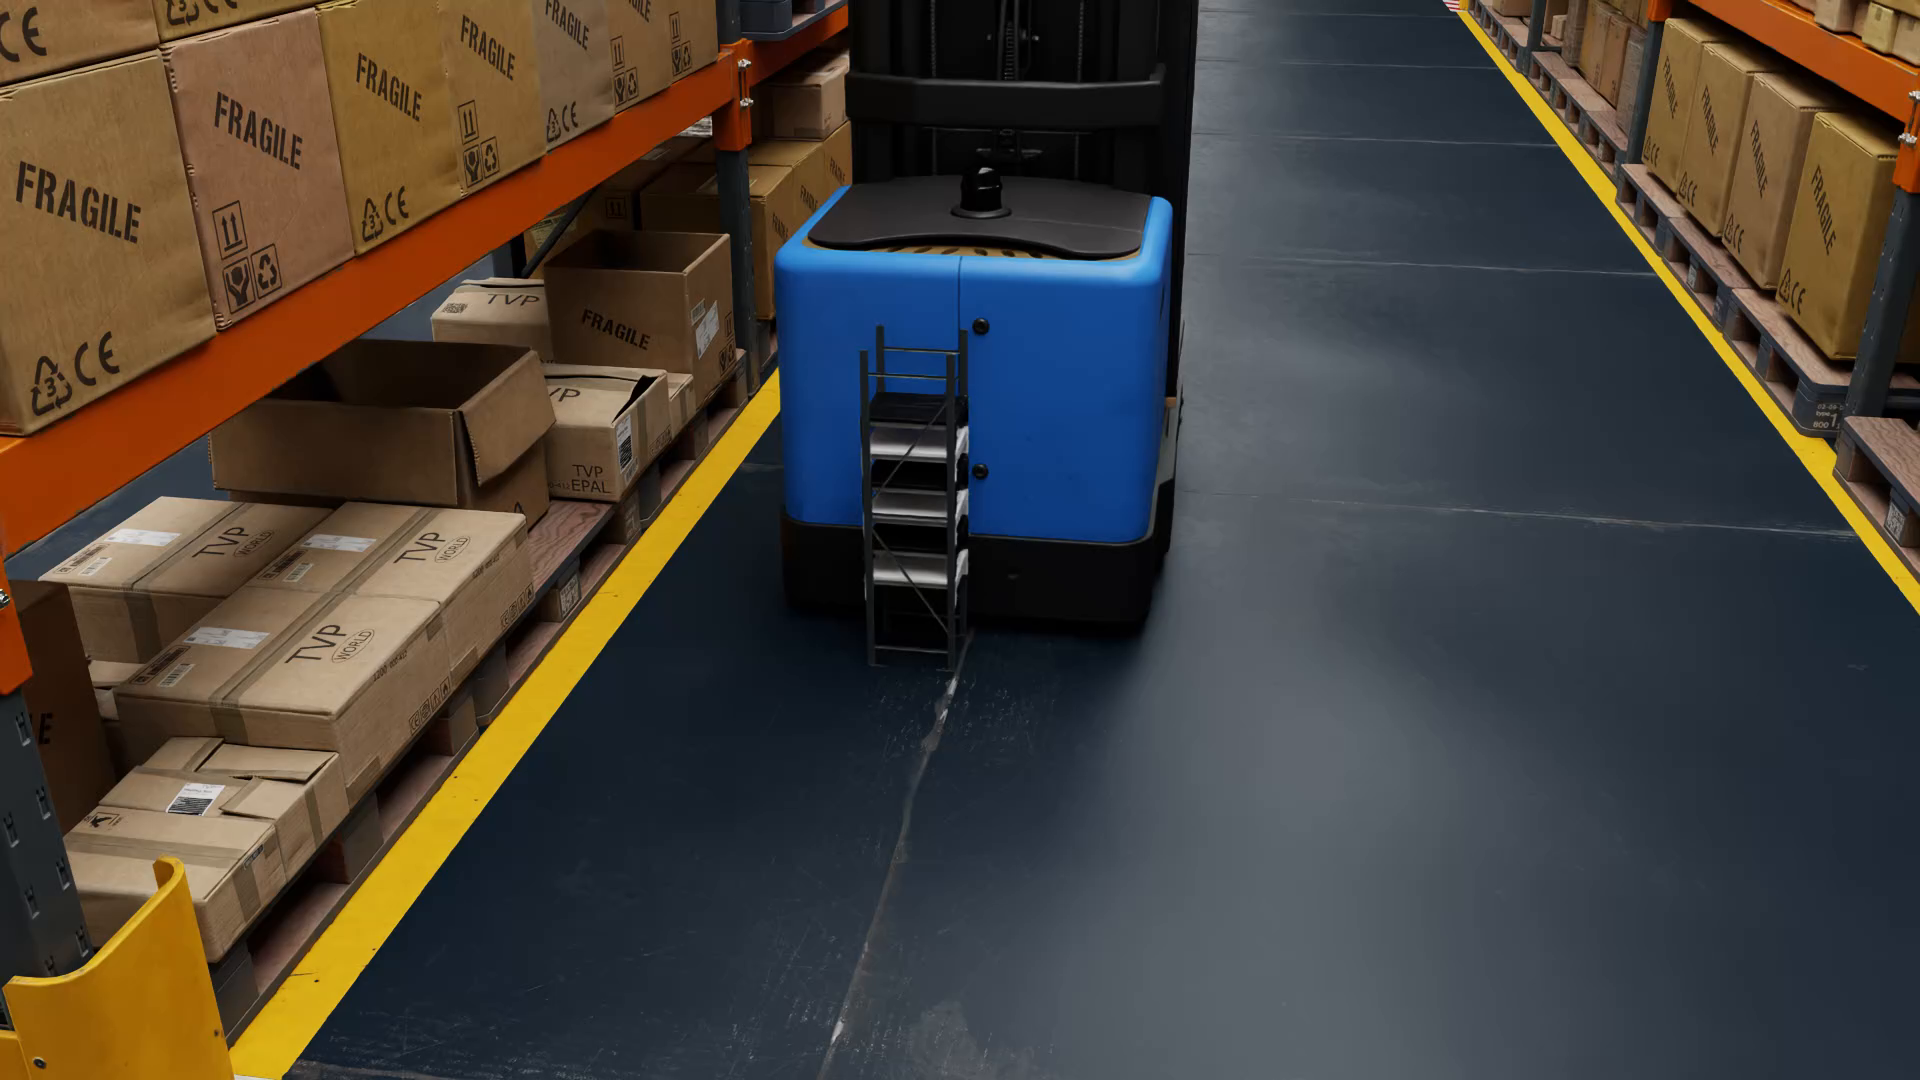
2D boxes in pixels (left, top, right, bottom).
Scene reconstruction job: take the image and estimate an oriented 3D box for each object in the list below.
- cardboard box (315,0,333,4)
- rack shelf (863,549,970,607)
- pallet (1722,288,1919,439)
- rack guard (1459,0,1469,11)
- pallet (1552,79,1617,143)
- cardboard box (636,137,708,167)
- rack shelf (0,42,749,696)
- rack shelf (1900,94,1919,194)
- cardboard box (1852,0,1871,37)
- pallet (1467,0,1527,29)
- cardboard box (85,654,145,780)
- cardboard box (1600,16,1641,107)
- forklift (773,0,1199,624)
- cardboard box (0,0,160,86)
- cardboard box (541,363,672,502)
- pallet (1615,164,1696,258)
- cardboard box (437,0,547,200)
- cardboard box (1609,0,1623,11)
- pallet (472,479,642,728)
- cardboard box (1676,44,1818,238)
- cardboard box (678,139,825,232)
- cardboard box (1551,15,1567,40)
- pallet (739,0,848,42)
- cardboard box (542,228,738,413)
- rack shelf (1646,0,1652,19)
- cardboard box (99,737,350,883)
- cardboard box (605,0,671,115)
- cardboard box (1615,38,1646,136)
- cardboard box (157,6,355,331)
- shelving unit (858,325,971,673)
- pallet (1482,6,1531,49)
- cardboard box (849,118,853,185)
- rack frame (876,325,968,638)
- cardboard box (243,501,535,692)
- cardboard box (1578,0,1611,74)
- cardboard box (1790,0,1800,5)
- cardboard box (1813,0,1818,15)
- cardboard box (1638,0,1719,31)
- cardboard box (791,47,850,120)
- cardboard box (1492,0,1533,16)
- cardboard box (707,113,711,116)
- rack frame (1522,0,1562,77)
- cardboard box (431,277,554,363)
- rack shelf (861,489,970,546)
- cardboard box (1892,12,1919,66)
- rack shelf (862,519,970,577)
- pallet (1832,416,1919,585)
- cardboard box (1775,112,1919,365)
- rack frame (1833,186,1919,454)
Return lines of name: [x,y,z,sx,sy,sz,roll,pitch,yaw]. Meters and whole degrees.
cardboard box: [-1.441,-1.383,3.369,0.500,0.500,0.500,4,25,9]
rack shelf: [-0.115,0.093,4.492,0.258,0.077,0.200,4,25,8]
pallet: [3.655,-0.686,6.466,1.003,0.211,1.213,4,25,9]
rack guard: [5.552,-5.476,16.359,1.175,0.500,0.348,4,25,9]
pallet: [4.587,-2.866,11.125,1.003,0.211,1.213,4,25,9]
cardboard box: [-1.398,-1.462,7.265,0.500,0.500,0.500,4,25,9]
rack shelf: [-1.612,-0.800,4.270,1.077,0.370,4.000,4,25,9]
rack shelf: [3.276,-0.459,3.540,1.077,0.370,4.000,4,25,9]
cardboard box: [3.483,-1.889,6.021,0.380,0.149,0.250,5,26,10]
pallet: [5.384,-5.008,15.699,1.003,0.211,1.213,4,25,9]
cardboard box: [-1.938,0.387,3.709,0.380,0.166,0.250,4,25,9]
cardboard box: [4.575,-3.083,10.727,0.700,0.500,0.500,4,25,8]
forklift: [0.232,-1.693,5.410,1.130,2.935,3.031,4,25,8]
cardboard box: [-1.606,-0.955,2.455,0.500,0.500,0.500,5,26,10]
cardboard box: [-1.221,-0.372,5.160,0.500,0.311,0.500,4,25,9]
pallet: [4.053,-1.706,8.646,1.003,0.211,1.213,4,25,9]
cardboard box: [-1.359,-1.137,4.023,0.500,0.500,0.500,4,25,9]
cardboard box: [4.656,-3.662,11.081,0.500,0.250,0.500,3,25,7]
pallet: [-1.595,0.099,4.789,1.003,0.211,1.213,4,25,9]
cardboard box: [3.857,-1.846,7.696,0.750,0.750,0.750,4,25,8]
cardboard box: [-0.889,-1.439,7.215,0.500,0.500,0.500,4,25,9]
cardboard box: [4.968,-4.109,13.312,0.380,0.166,0.250,1,25,2]
pallet: [-1.047,-2.202,6.643,1.003,0.211,1.213,4,25,9]
cardboard box: [-1.098,-0.772,5.790,0.500,0.500,0.500,4,25,9]
rack shelf: [4.583,-3.804,10.688,1.077,0.370,4.000,4,25,9]
cardboard box: [-1.490,0.539,3.384,0.380,0.166,0.250,4,25,9]
cardboard box: [-1.196,-1.565,4.938,0.500,0.500,0.500,5,25,10]
cardboard box: [4.323,-2.666,9.836,0.700,0.500,0.500,4,25,9]
cardboard box: [-1.527,-0.718,3.128,0.500,0.500,0.500,4,25,8]
shelving unit: [-0.115,-0.100,4.402,0.258,0.900,0.210,4,25,8]
pallet: [5.182,-4.499,14.612,1.003,0.211,1.213,4,25,9]
cardboard box: [-0.717,-1.859,8.113,0.500,0.500,0.500,3,25,7]
rack frame: [-0.099,-0.142,4.493,0.240,0.900,0.006,4,25,8]
cardboard box: [-1.406,0.131,4.157,0.500,0.250,0.500,4,25,9]
cardboard box: [4.771,-3.505,11.630,0.700,0.500,0.500,4,25,7]
cardboard box: [3.684,-2.316,6.932,0.380,0.149,0.250,5,26,10]
cardboard box: [3.574,-2.102,6.475,0.380,0.149,0.250,4,25,9]
cardboard box: [4.478,-3.239,10.177,0.500,0.250,0.500,4,25,10]
cardboard box: [-0.721,-2.183,7.920,0.500,0.250,0.500,4,25,8]
cardboard box: [5.100,-4.882,14.571,0.700,0.500,0.500,2,25,5]
cardboard box: [-1.235,-1.885,8.168,0.500,0.500,0.500,3,25,7]
rack frame: [4.910,-4.967,12.323,1.000,3.000,0.127,4,25,9]
cardboard box: [-1.567,-0.783,6.038,0.500,0.311,0.500,4,25,9]
rack shelf: [-0.115,-0.070,4.416,0.258,0.077,0.200,4,25,8]
cardboard box: [3.379,-1.677,5.567,0.380,0.149,0.250,4,25,9]
rack shelf: [-0.115,0.012,4.454,0.258,0.077,0.200,4,25,8]
pallet: [3.401,-0.045,5.098,1.003,0.211,1.213,4,25,9]
cardboard box: [3.581,-1.118,6.141,0.750,0.750,0.750,4,25,9]
rack frame: [3.603,-1.621,5.174,1.000,3.000,0.127,4,25,9]
